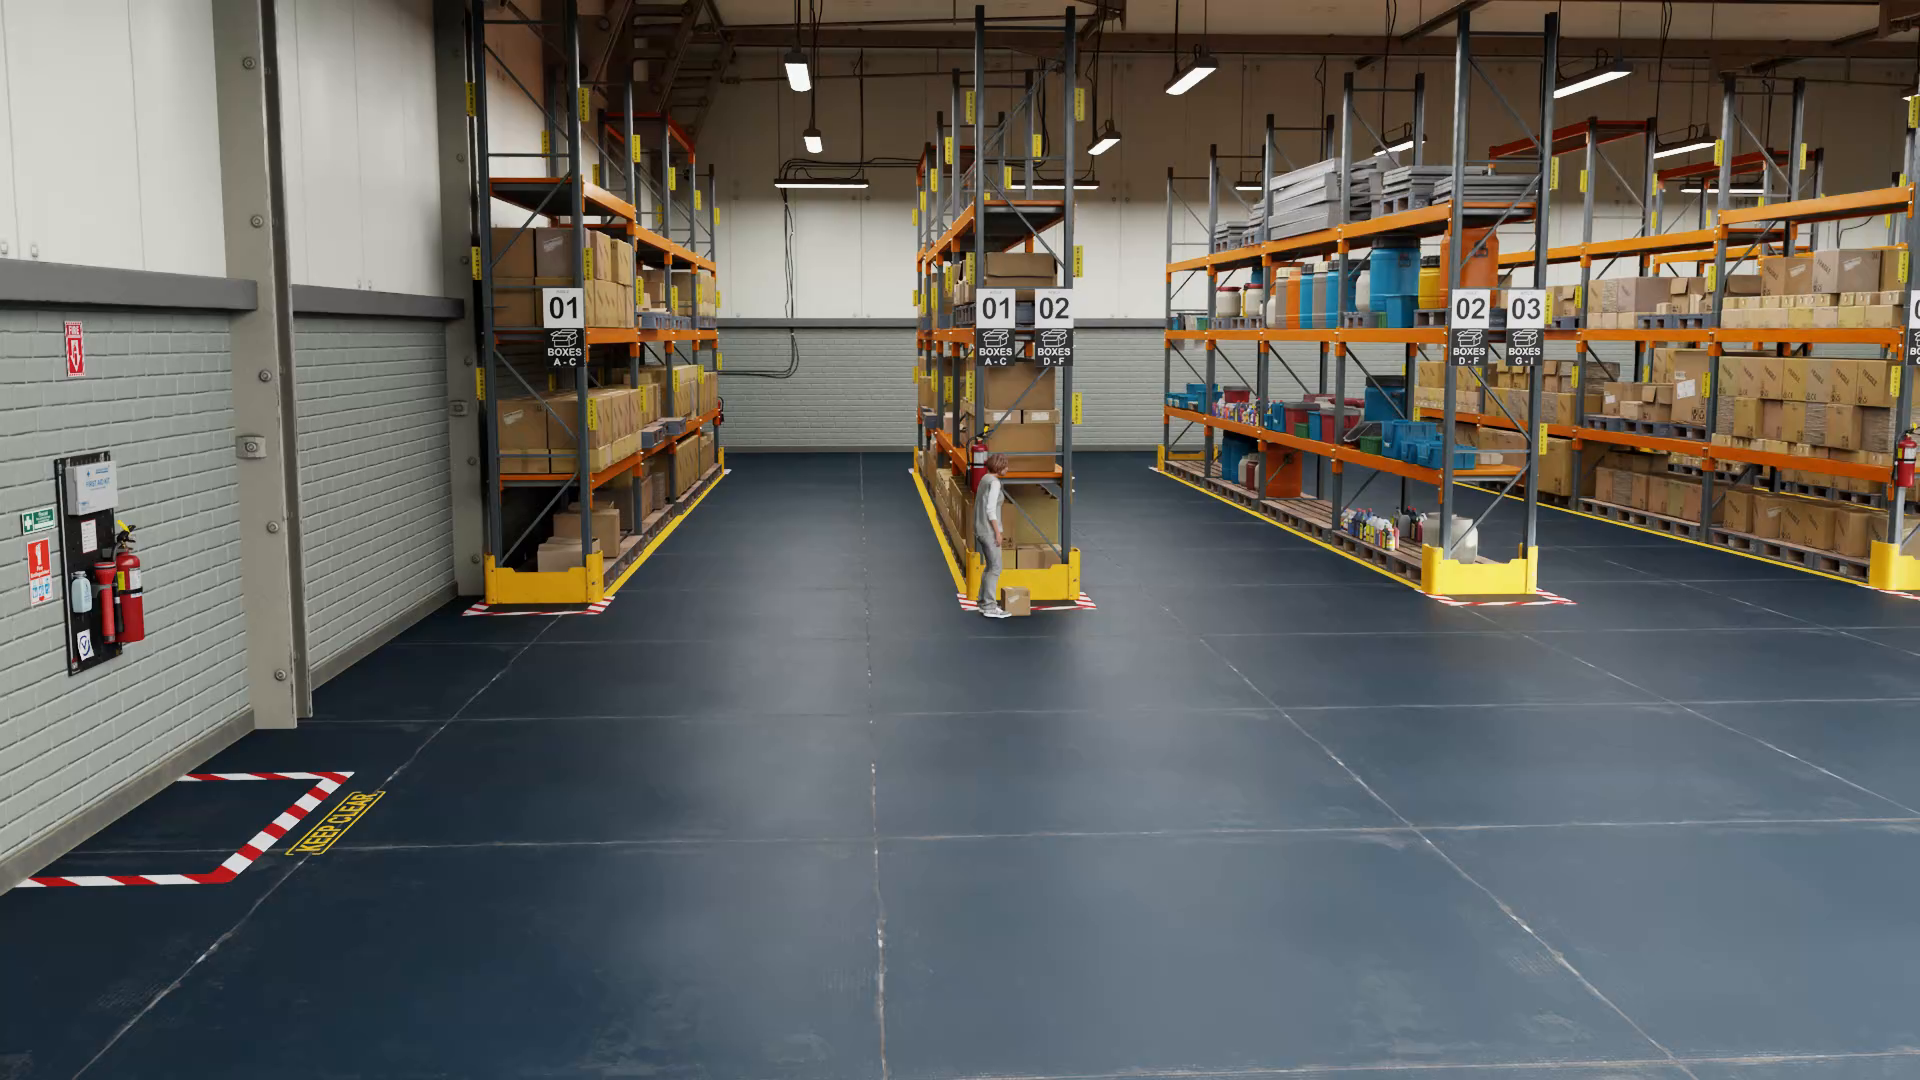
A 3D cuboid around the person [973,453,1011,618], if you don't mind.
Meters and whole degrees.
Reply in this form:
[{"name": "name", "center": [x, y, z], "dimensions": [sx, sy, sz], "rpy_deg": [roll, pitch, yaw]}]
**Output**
[{"name": "person", "center": [0.309, -0.057, 16.260], "dimensions": [0.345, 1.592, 0.465], "rpy_deg": [-1, 7, -8]}]
